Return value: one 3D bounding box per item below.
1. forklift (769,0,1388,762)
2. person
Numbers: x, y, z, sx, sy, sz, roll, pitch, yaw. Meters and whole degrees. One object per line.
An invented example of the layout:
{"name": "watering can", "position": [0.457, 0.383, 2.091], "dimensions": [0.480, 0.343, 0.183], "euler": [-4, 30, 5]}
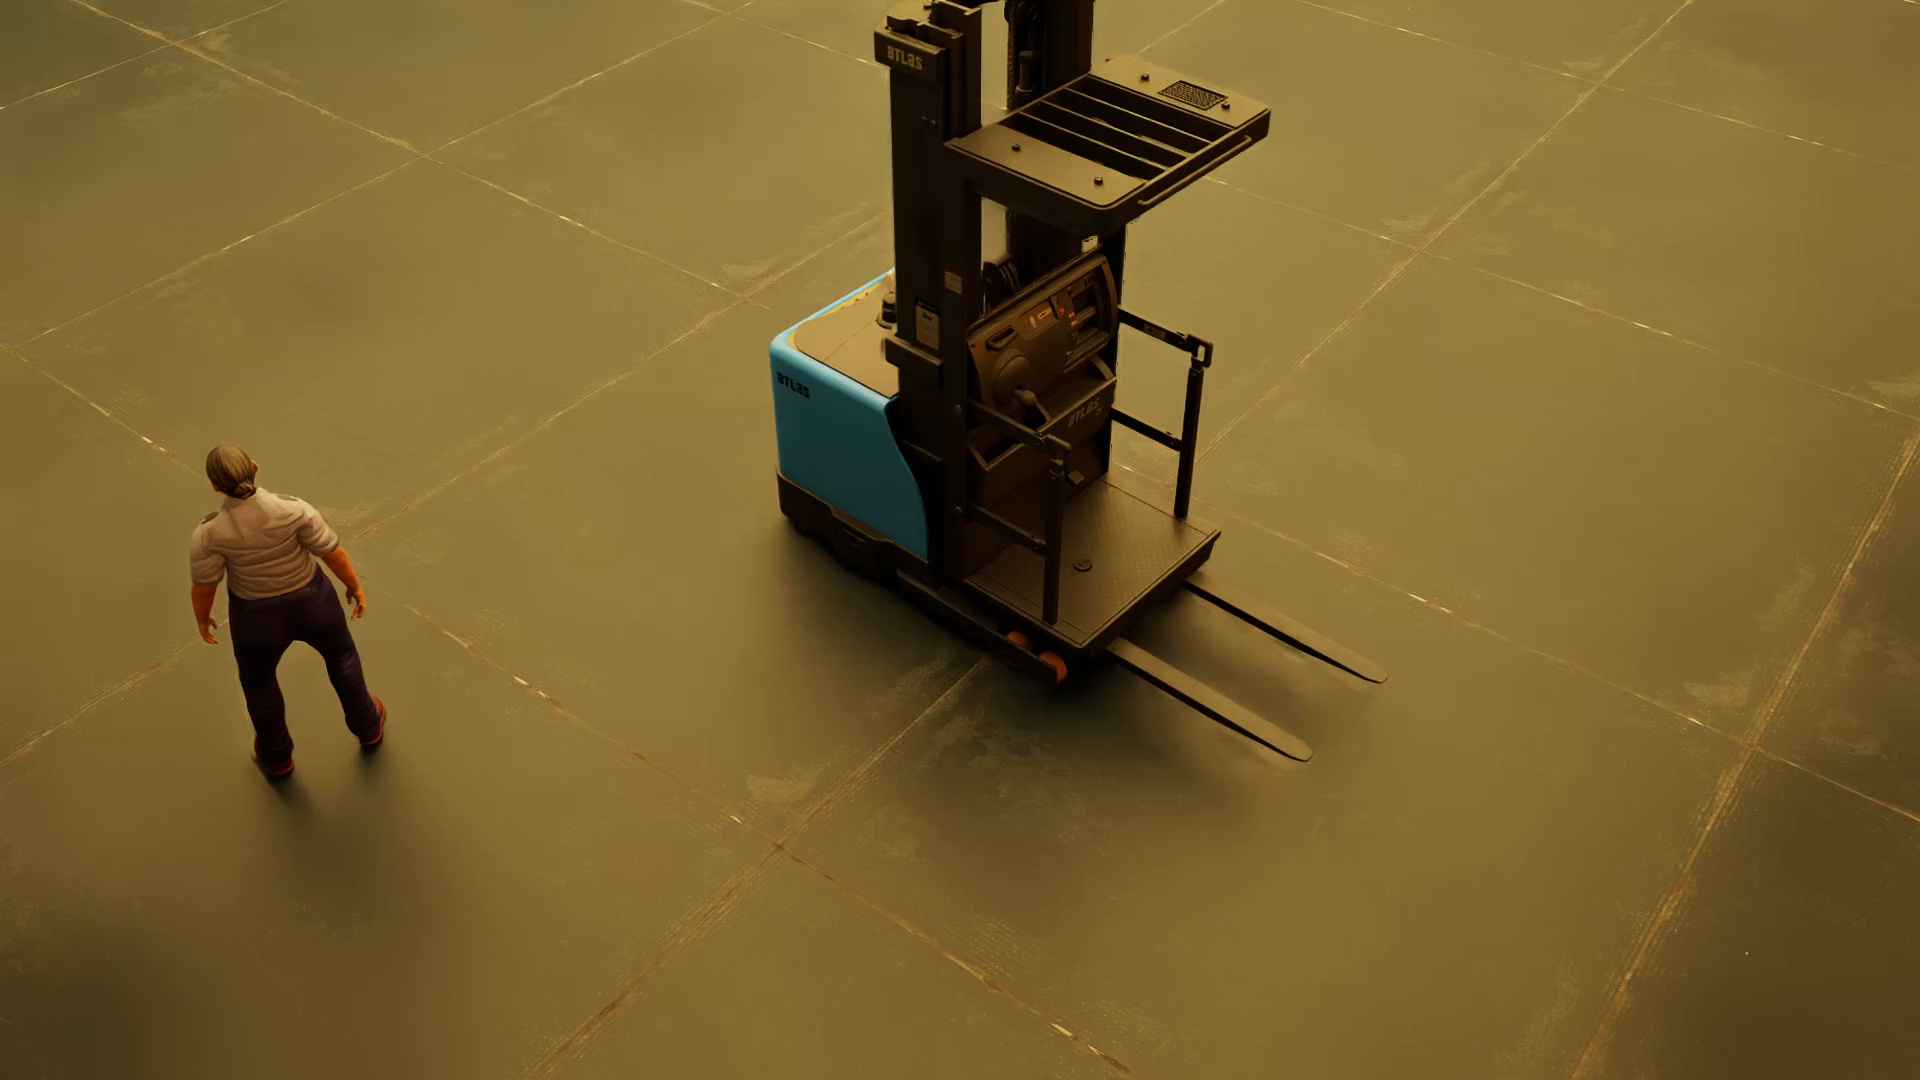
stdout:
{"name": "forklift", "position": [0.524, -0.836, 7.054], "dimensions": [3.031, 2.935, 1.130], "euler": [30, 49, 30]}
{"name": "person", "position": [-2.756, 0.272, 6.751], "dimensions": [0.636, 1.644, 0.394], "euler": [-19, 44, -21]}
